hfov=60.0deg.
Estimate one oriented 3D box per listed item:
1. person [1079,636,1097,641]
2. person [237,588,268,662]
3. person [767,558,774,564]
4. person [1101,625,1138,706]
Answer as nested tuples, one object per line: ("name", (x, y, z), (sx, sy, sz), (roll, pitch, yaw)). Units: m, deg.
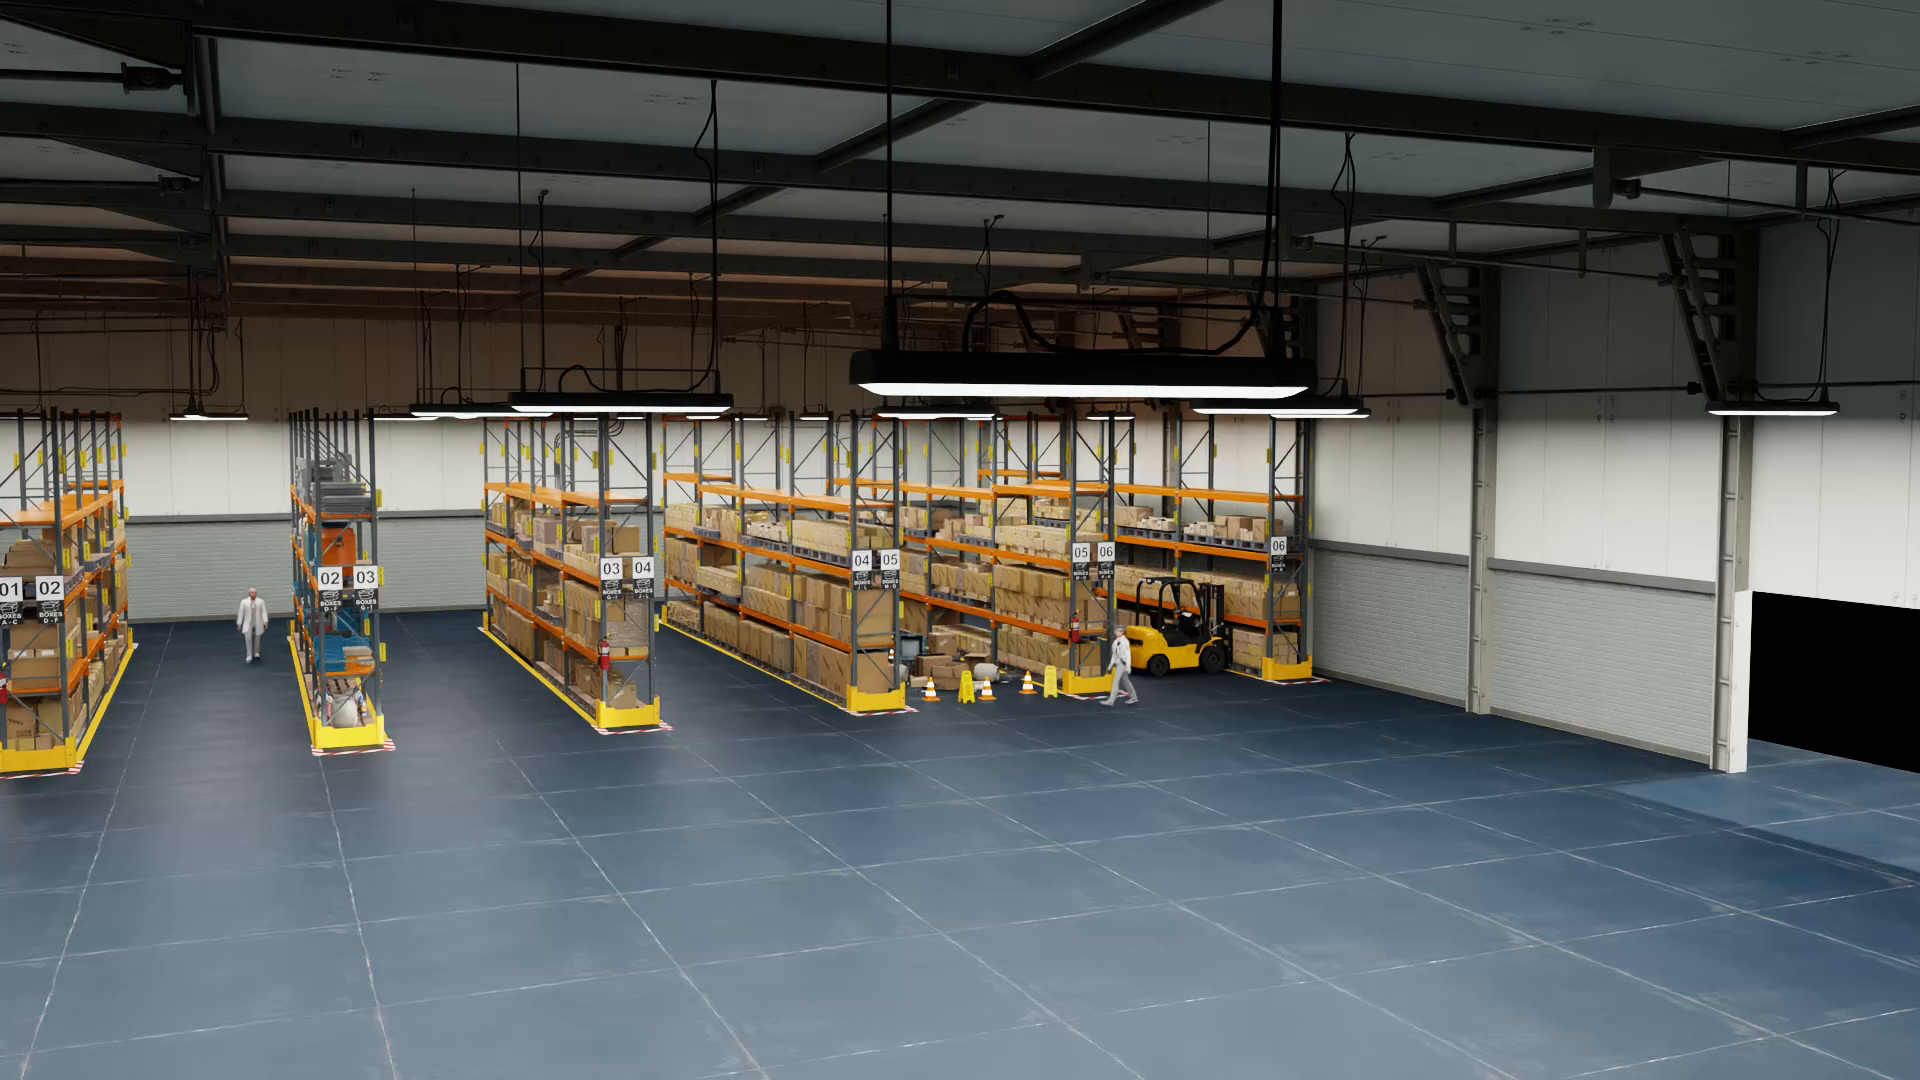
("person", (3.102, 2.154, 39.882), (0.501, 1.671, 0.606), (-2, 5, -27))
("person", (-17.074, 2.023, 40.124), (0.711, 1.718, 1.102), (-2, 4, -22))
("person", (-5.748, 1.367, 49.841), (0.738, 1.712, 0.598), (-2, 4, -21))
("person", (3.228, 2.534, 33.778), (0.866, 1.632, 0.492), (-1, 4, -12))
